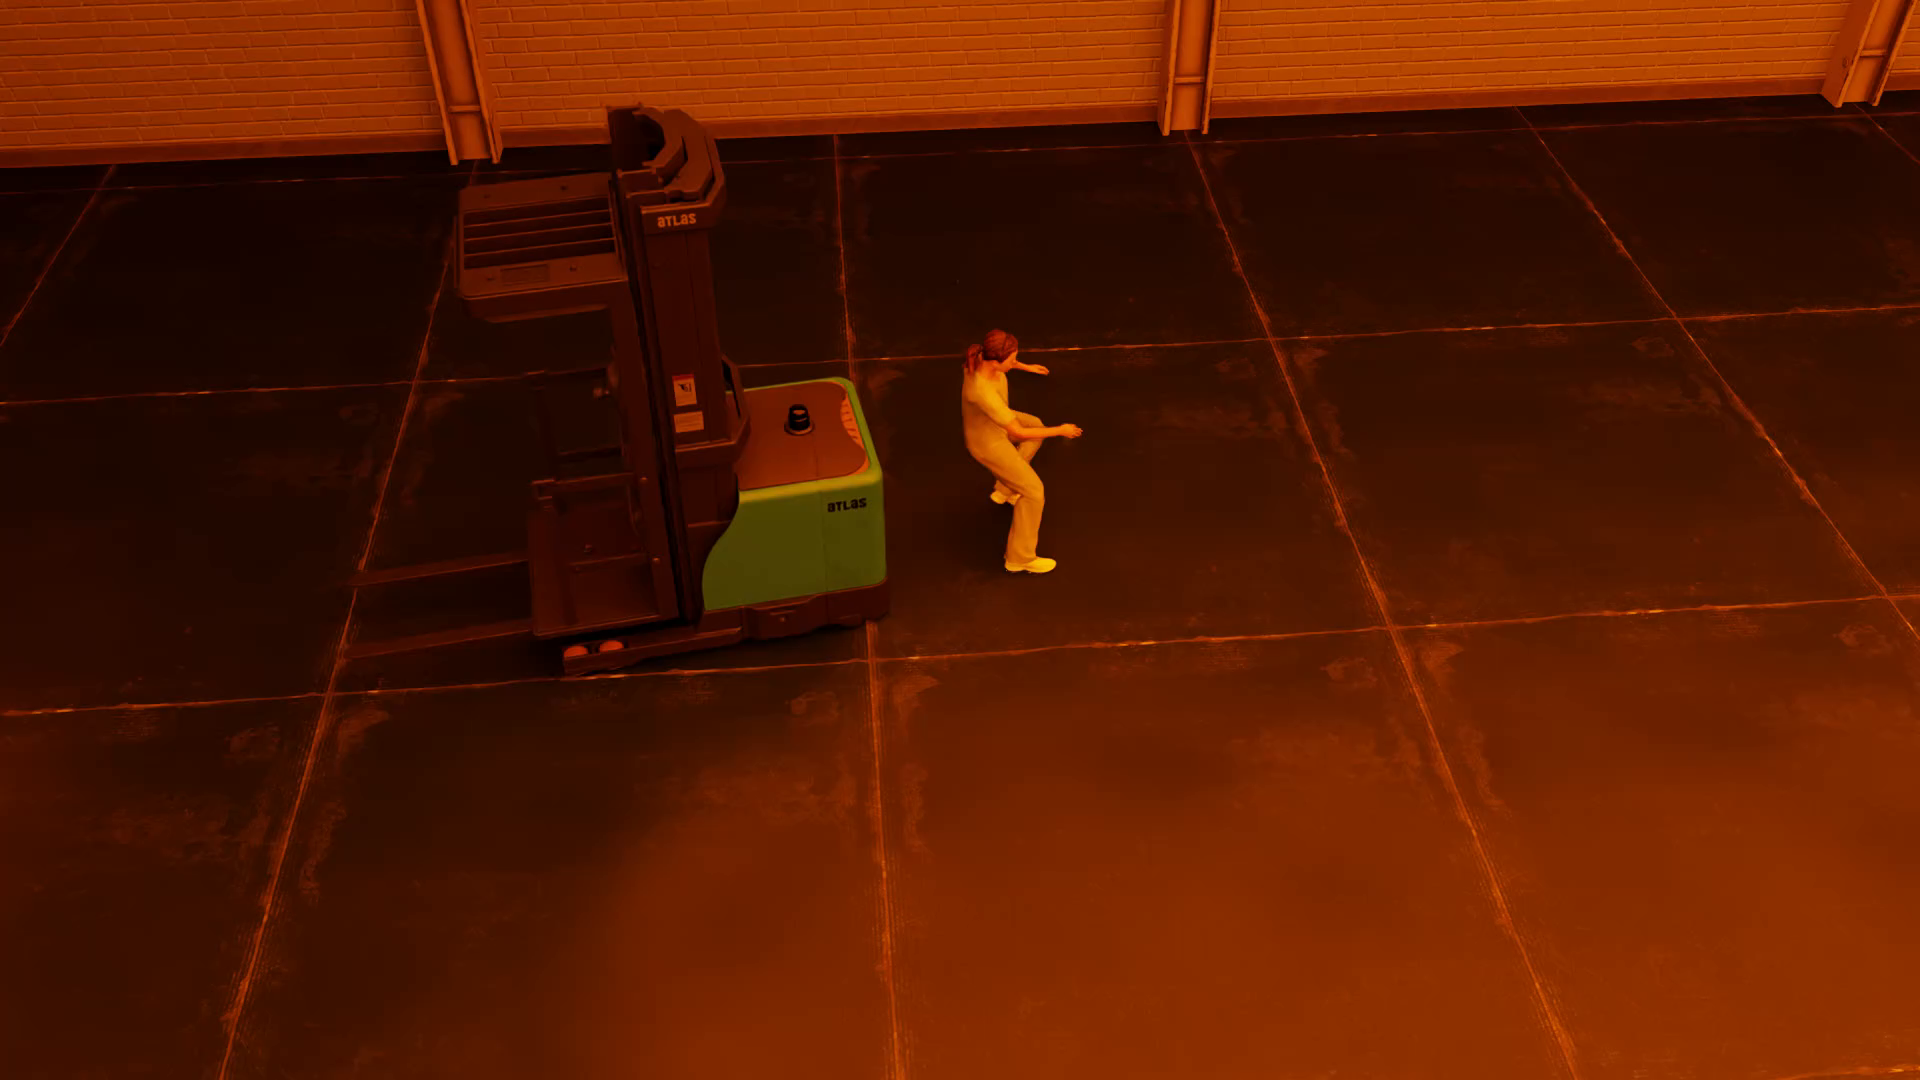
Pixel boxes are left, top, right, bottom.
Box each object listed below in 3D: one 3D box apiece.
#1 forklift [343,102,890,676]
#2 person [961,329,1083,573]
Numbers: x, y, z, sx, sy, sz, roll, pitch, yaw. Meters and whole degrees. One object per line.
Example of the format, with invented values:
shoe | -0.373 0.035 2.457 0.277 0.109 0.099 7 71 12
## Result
forklift | -1.978 -0.736 8.798 3.031 2.935 1.130 -9 41 -10
person | 0.359 -0.551 9.866 0.697 1.260 0.855 0 41 0
